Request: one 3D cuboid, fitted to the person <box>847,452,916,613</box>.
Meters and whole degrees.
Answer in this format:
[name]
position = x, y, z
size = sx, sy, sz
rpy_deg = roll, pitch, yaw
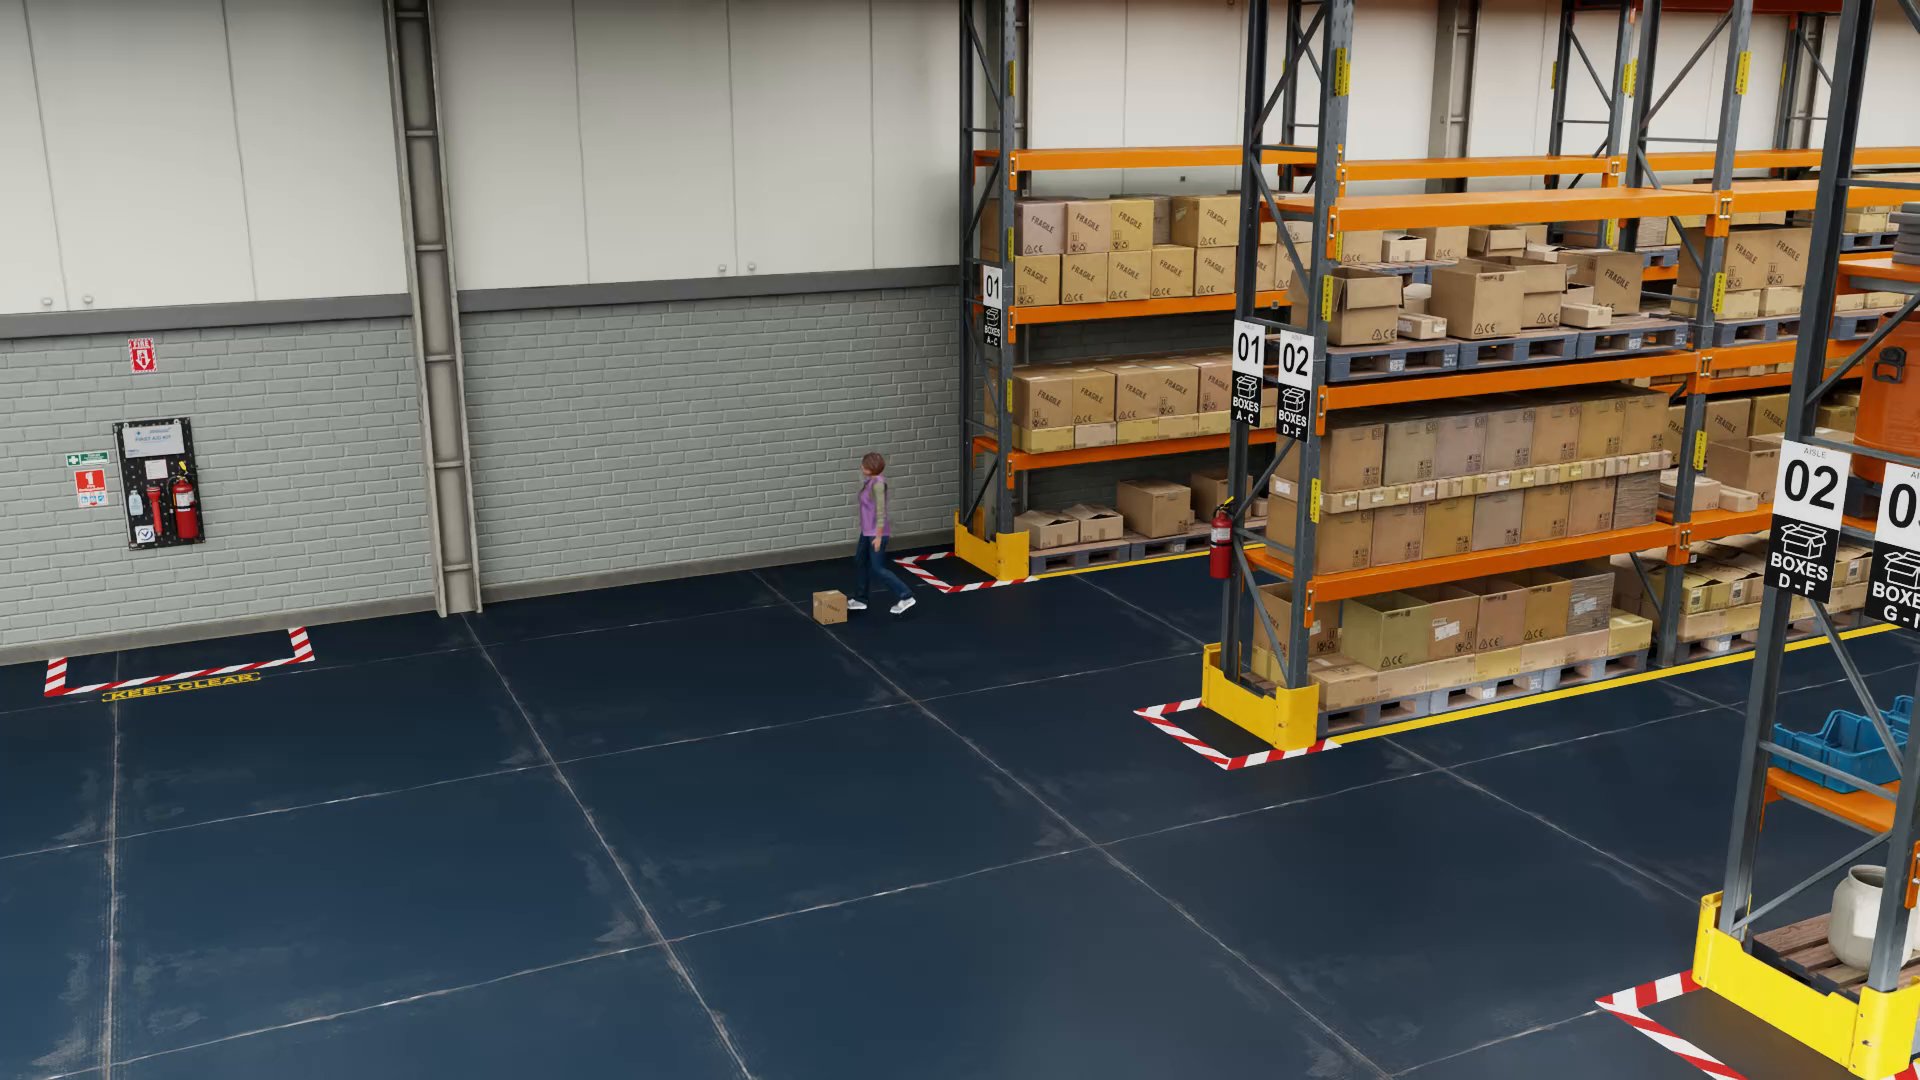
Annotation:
[person]
position = -0.801, -0.054, 15.911
size = 0.680, 1.579, 0.538
rpy_deg = -4, 16, -14
